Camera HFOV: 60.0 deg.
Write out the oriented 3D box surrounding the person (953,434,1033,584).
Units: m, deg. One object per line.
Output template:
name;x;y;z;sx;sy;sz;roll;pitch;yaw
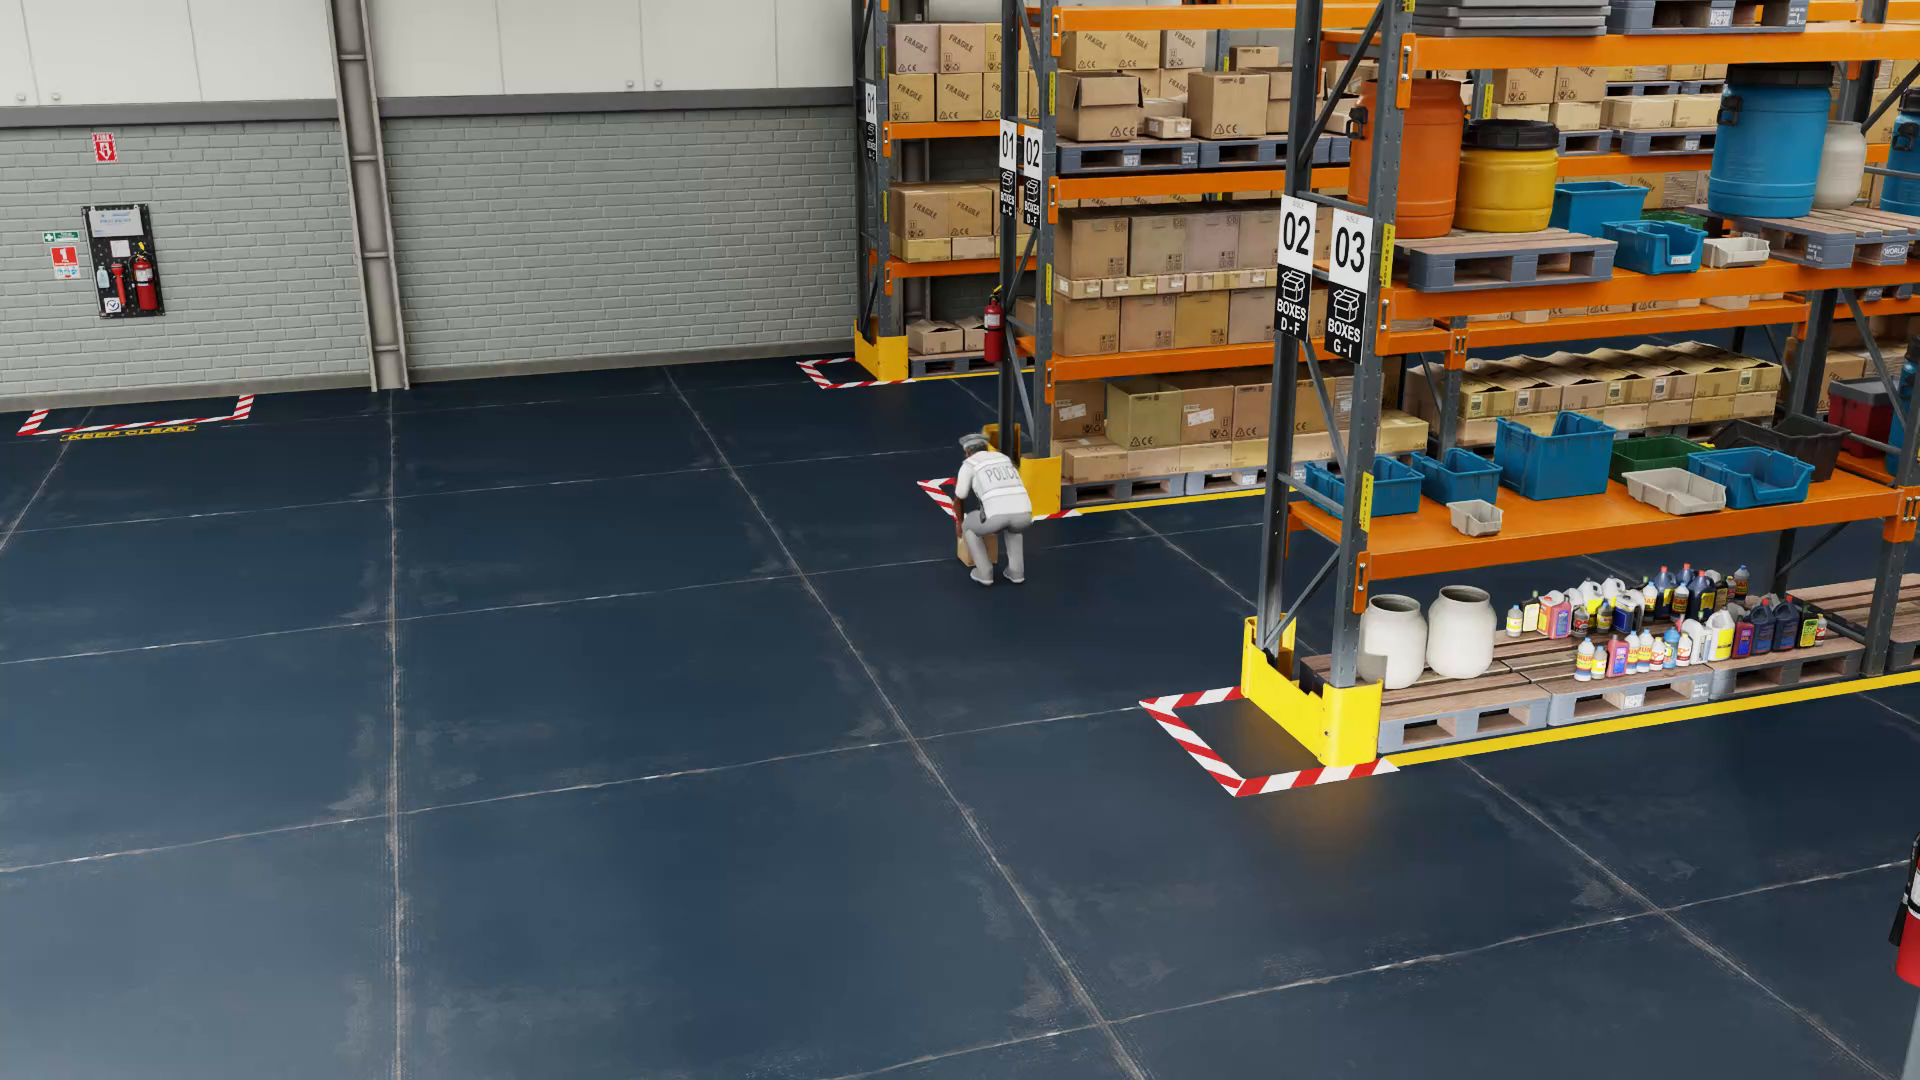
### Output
person;0.233;-0.199;12.621;0.495;1.015;0.834;-6;20;-17
